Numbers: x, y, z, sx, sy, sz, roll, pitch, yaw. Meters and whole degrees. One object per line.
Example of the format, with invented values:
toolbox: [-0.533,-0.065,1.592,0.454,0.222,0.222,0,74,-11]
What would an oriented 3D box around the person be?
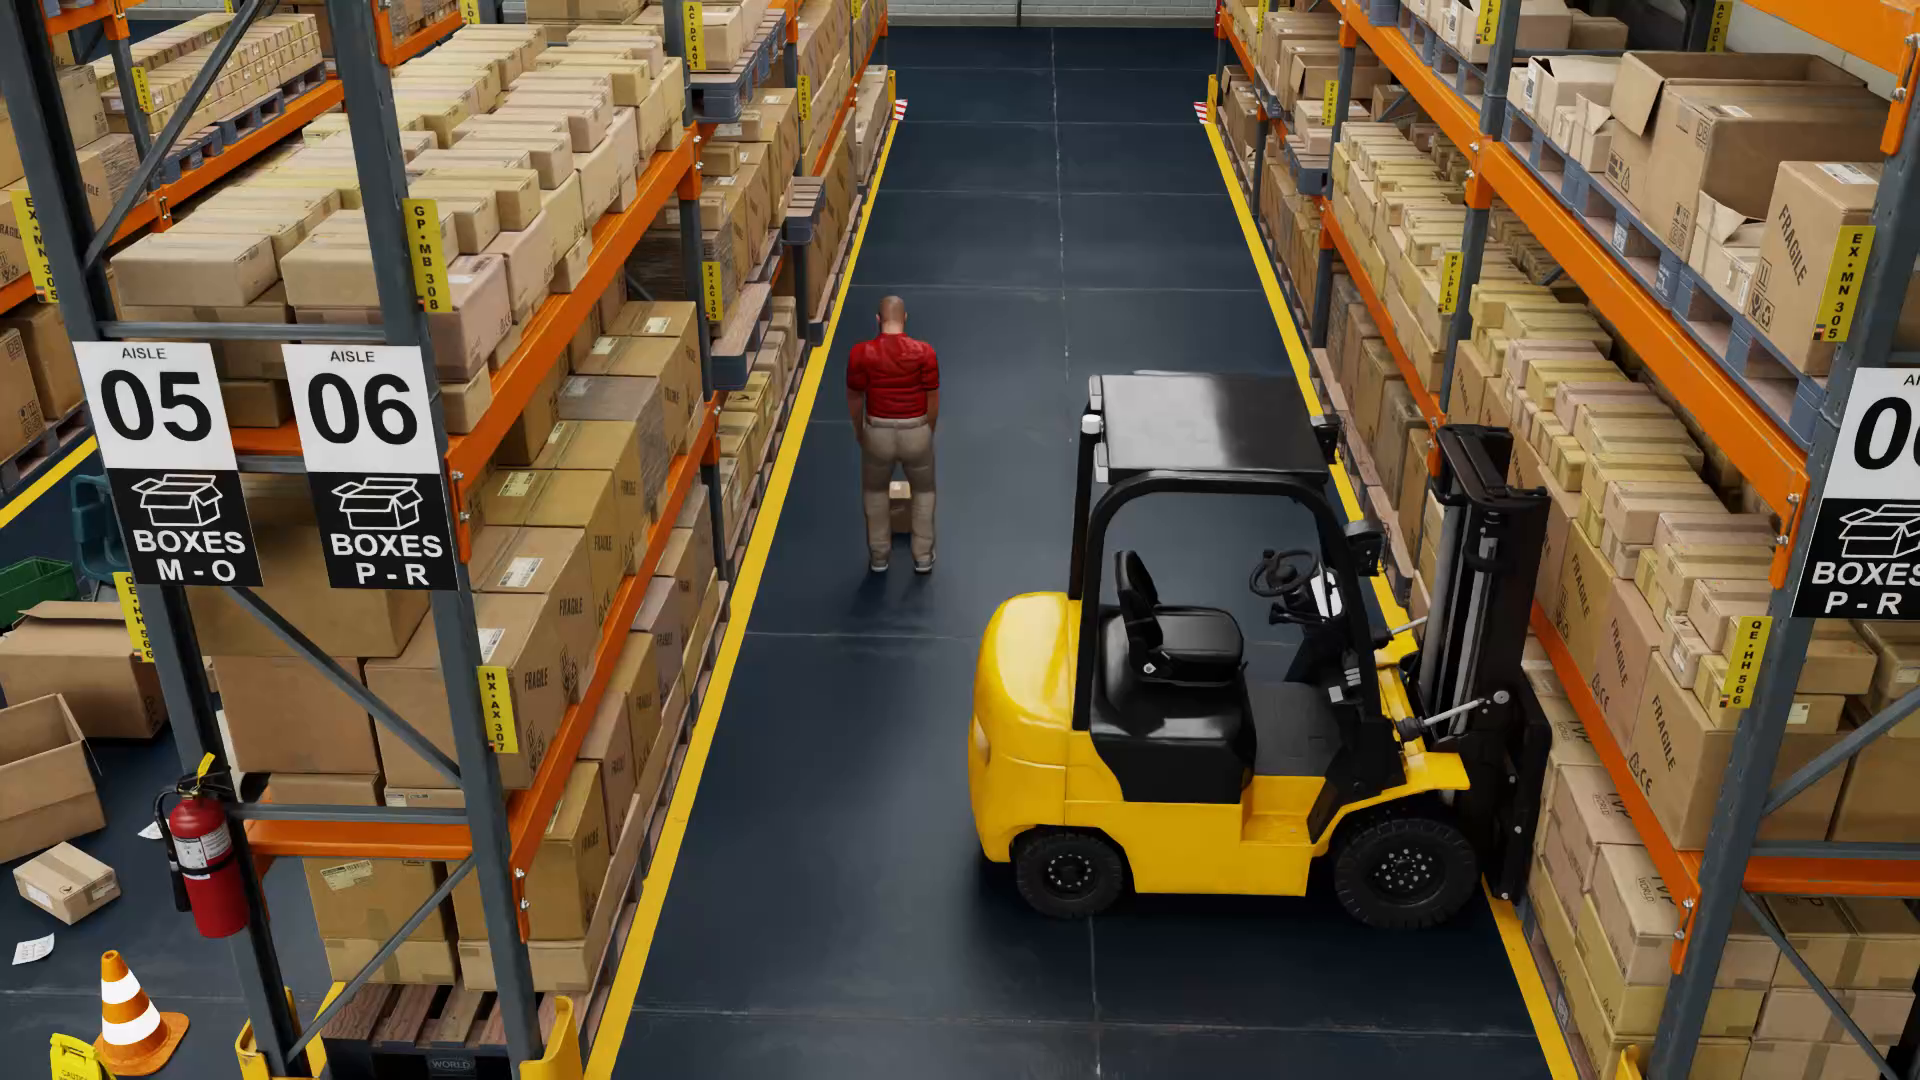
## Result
person: [-0.391,-0.605,9.831,0.547,1.700,0.383,1,28,2]
